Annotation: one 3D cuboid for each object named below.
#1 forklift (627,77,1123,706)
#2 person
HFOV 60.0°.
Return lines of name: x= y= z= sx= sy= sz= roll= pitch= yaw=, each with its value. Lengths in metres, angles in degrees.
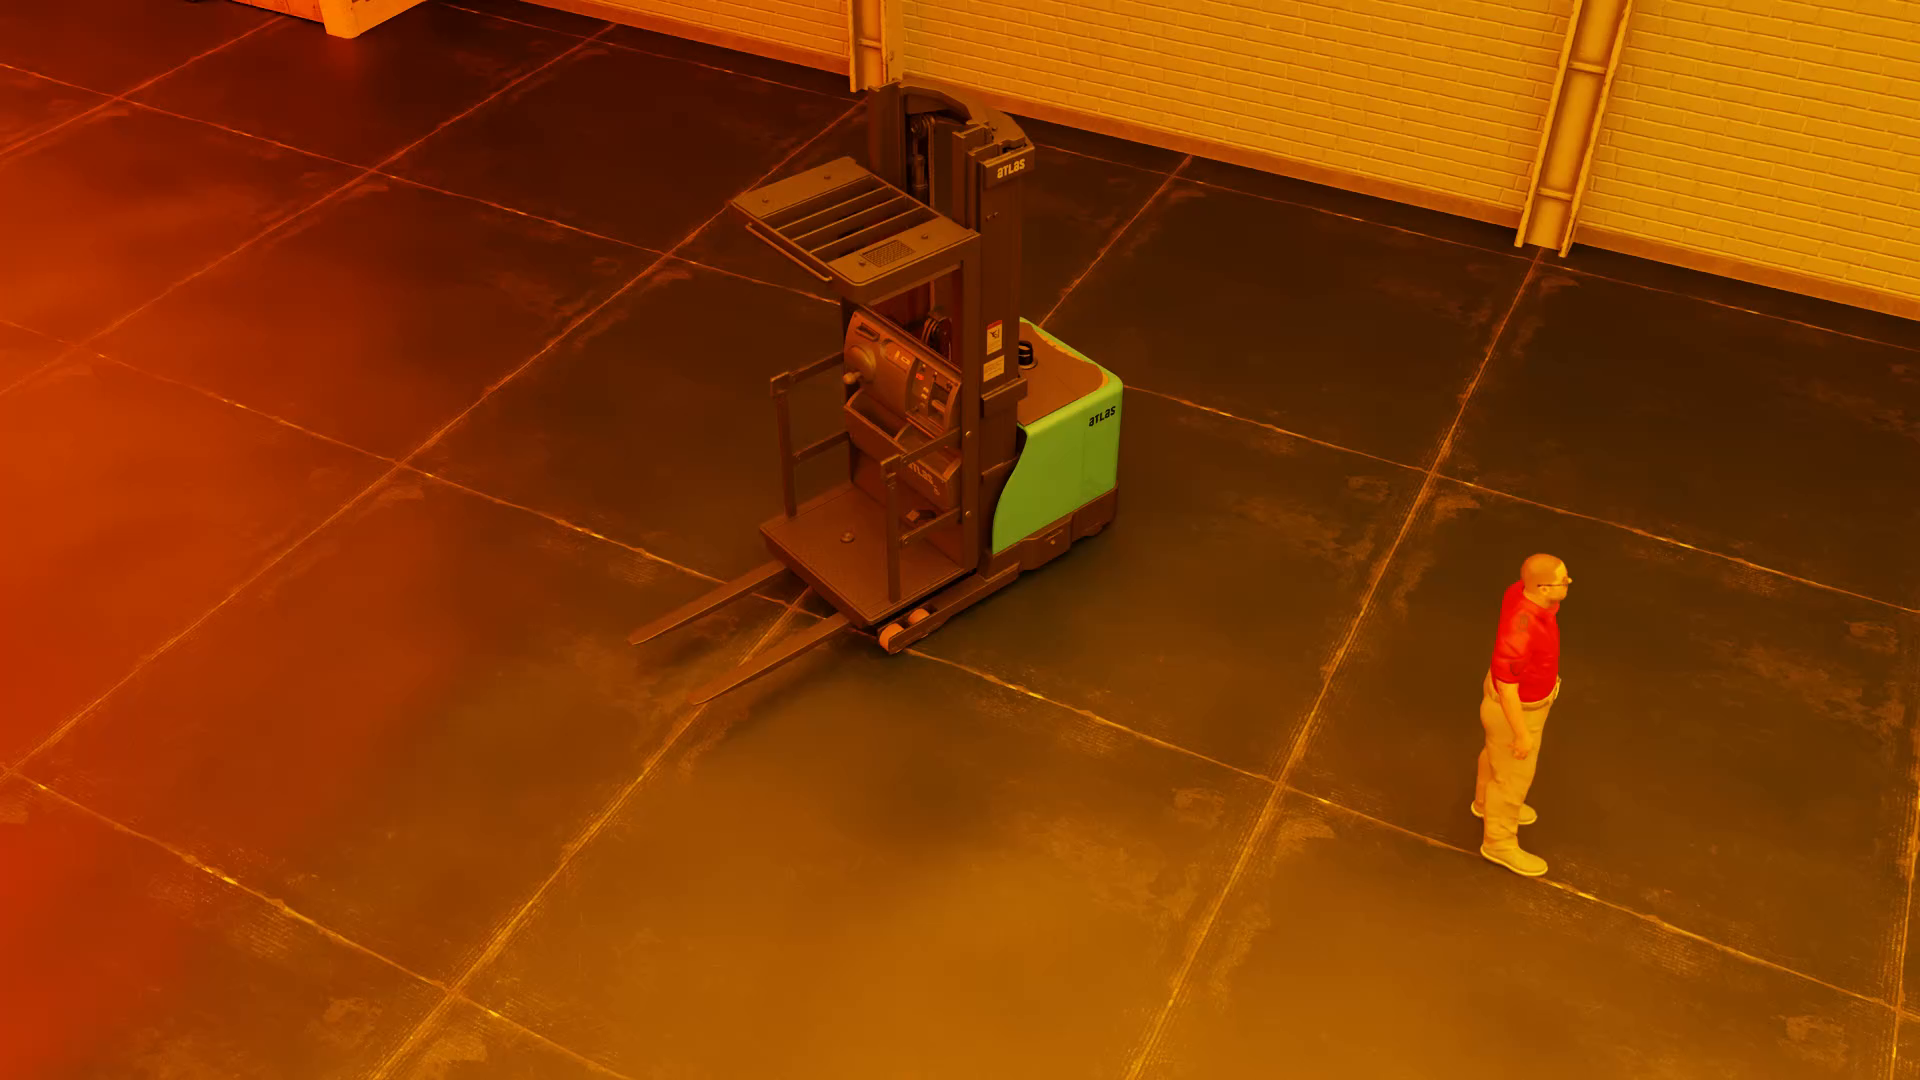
forklift: x=-0.481 y=-0.860 z=9.008 sx=3.031 sy=2.935 sz=1.130 roll=-28 pitch=48 yaw=-29
person: x=2.751 y=0.798 z=7.971 sx=0.524 sy=1.736 sz=0.628 roll=12 pitch=42 yaw=14
